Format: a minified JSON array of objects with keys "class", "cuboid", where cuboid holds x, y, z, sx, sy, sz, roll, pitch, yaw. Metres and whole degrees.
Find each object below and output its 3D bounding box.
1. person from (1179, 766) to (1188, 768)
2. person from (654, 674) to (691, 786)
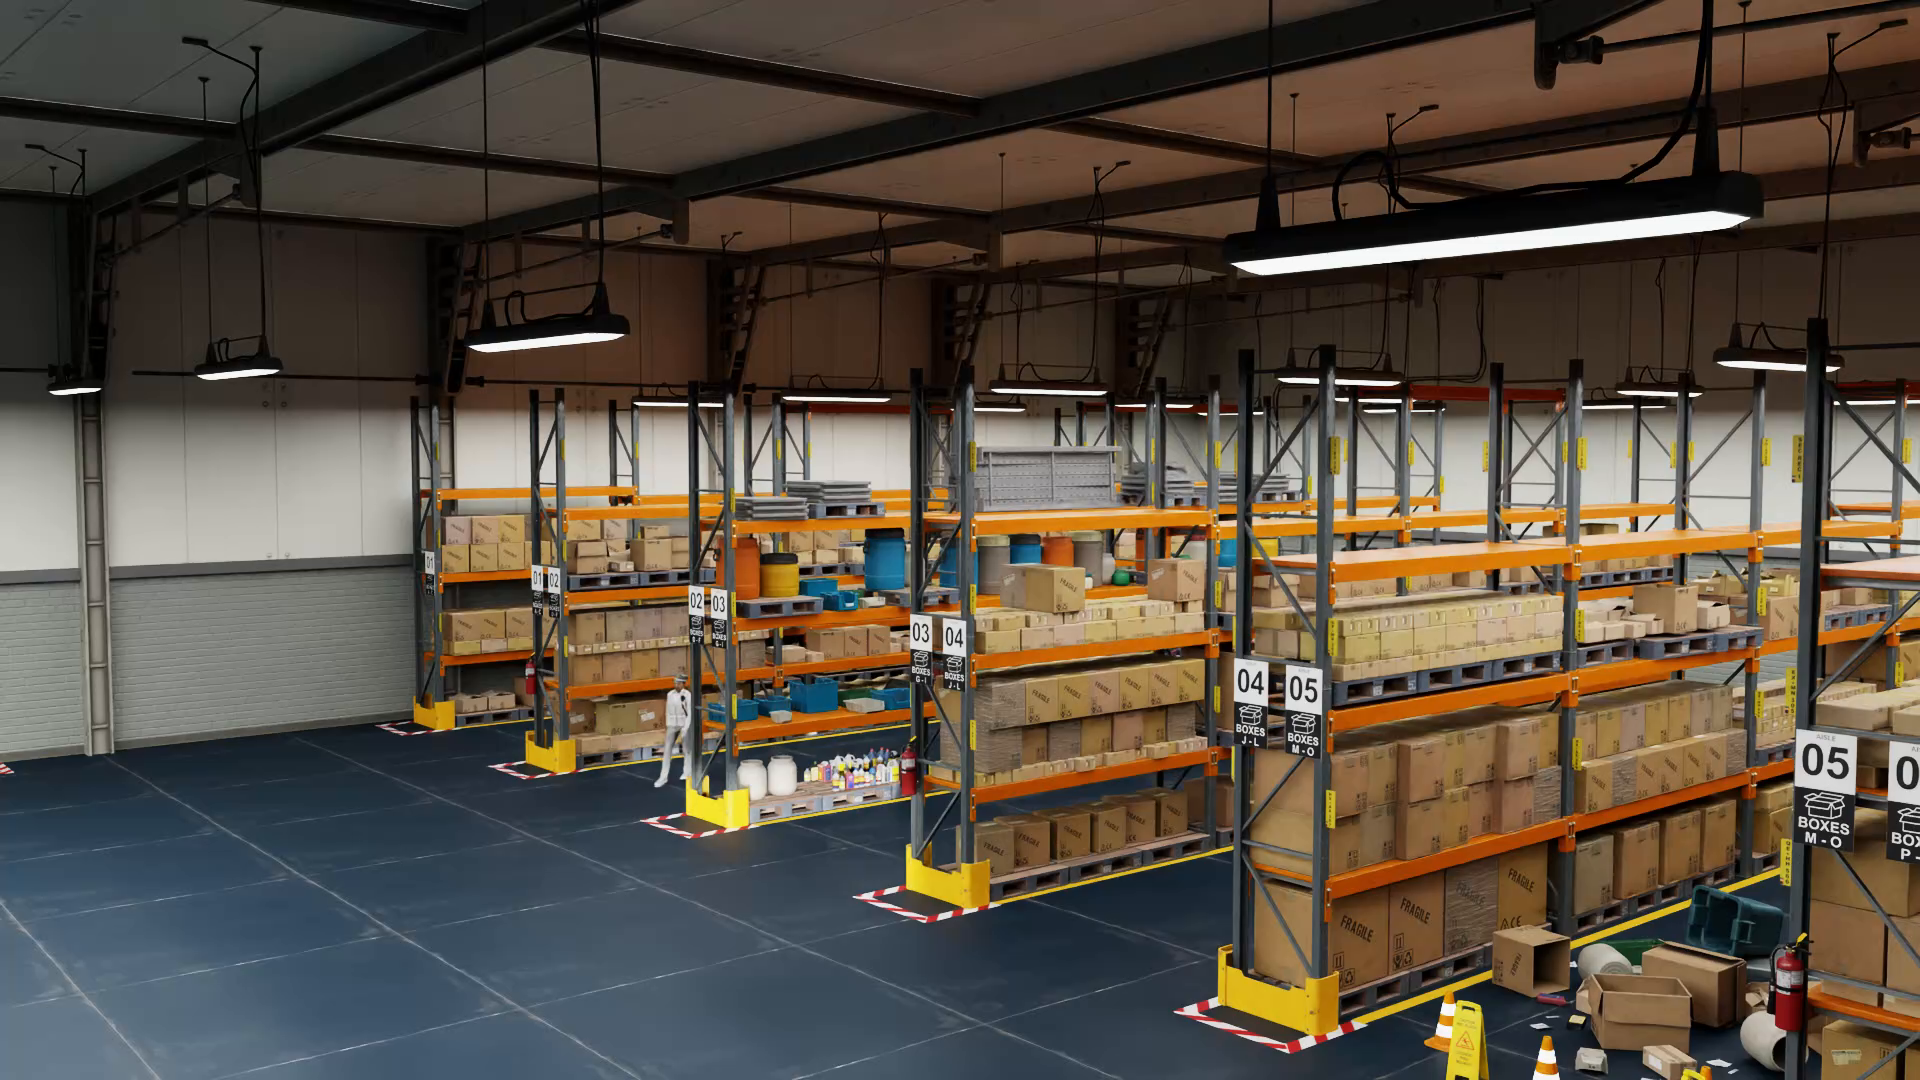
[{"class":"person","cuboid":[3.657,2.736,26.372,0.548,1.826,0.520,-3,5,-44]},{"class":"person","cuboid":[-4.273,2.838,25.148,0.522,1.648,0.795,1,3,9]}]
